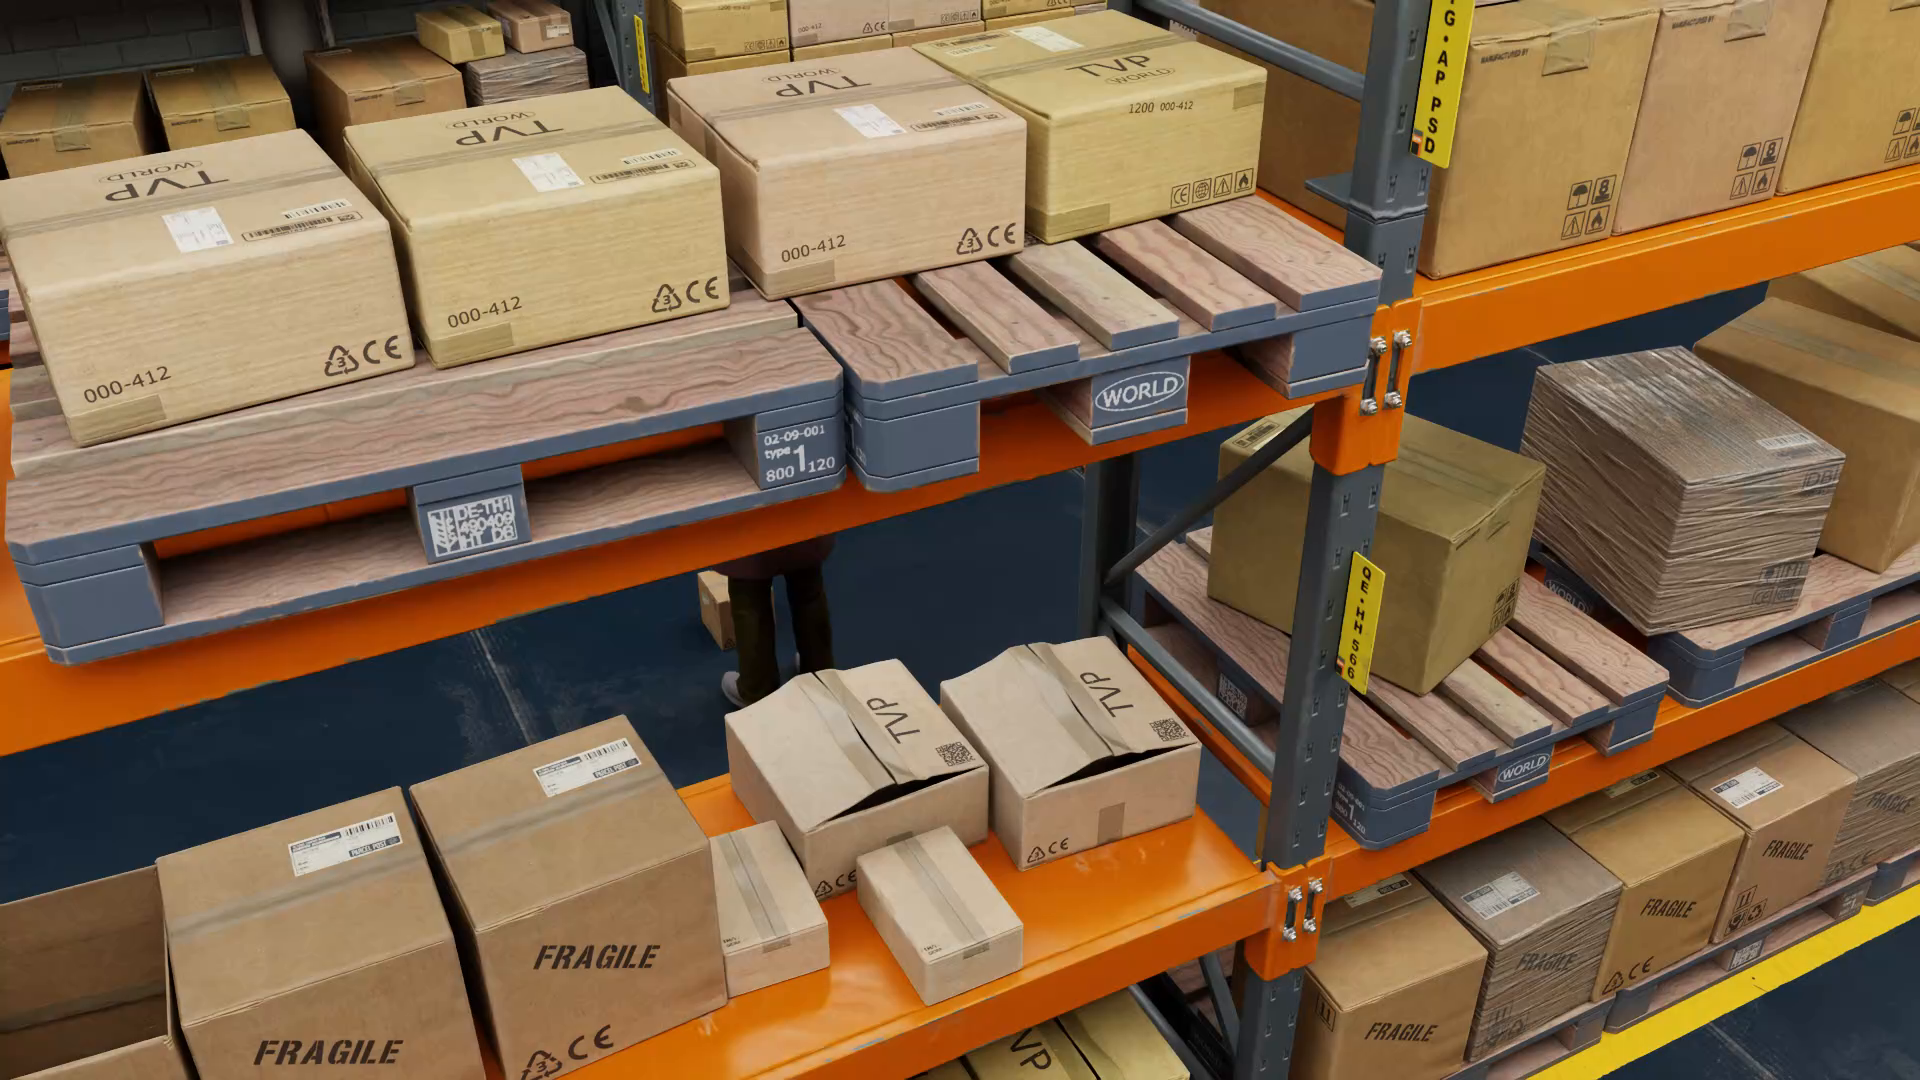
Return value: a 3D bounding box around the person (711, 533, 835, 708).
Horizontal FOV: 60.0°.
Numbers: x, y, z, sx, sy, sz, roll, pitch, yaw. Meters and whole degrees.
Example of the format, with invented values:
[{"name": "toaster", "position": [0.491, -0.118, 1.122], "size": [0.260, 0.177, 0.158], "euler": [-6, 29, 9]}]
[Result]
[{"name": "person", "position": [-0.733, -0.117, 6.312], "size": [0.562, 1.784, 0.374], "euler": [-15, 36, -22]}]
